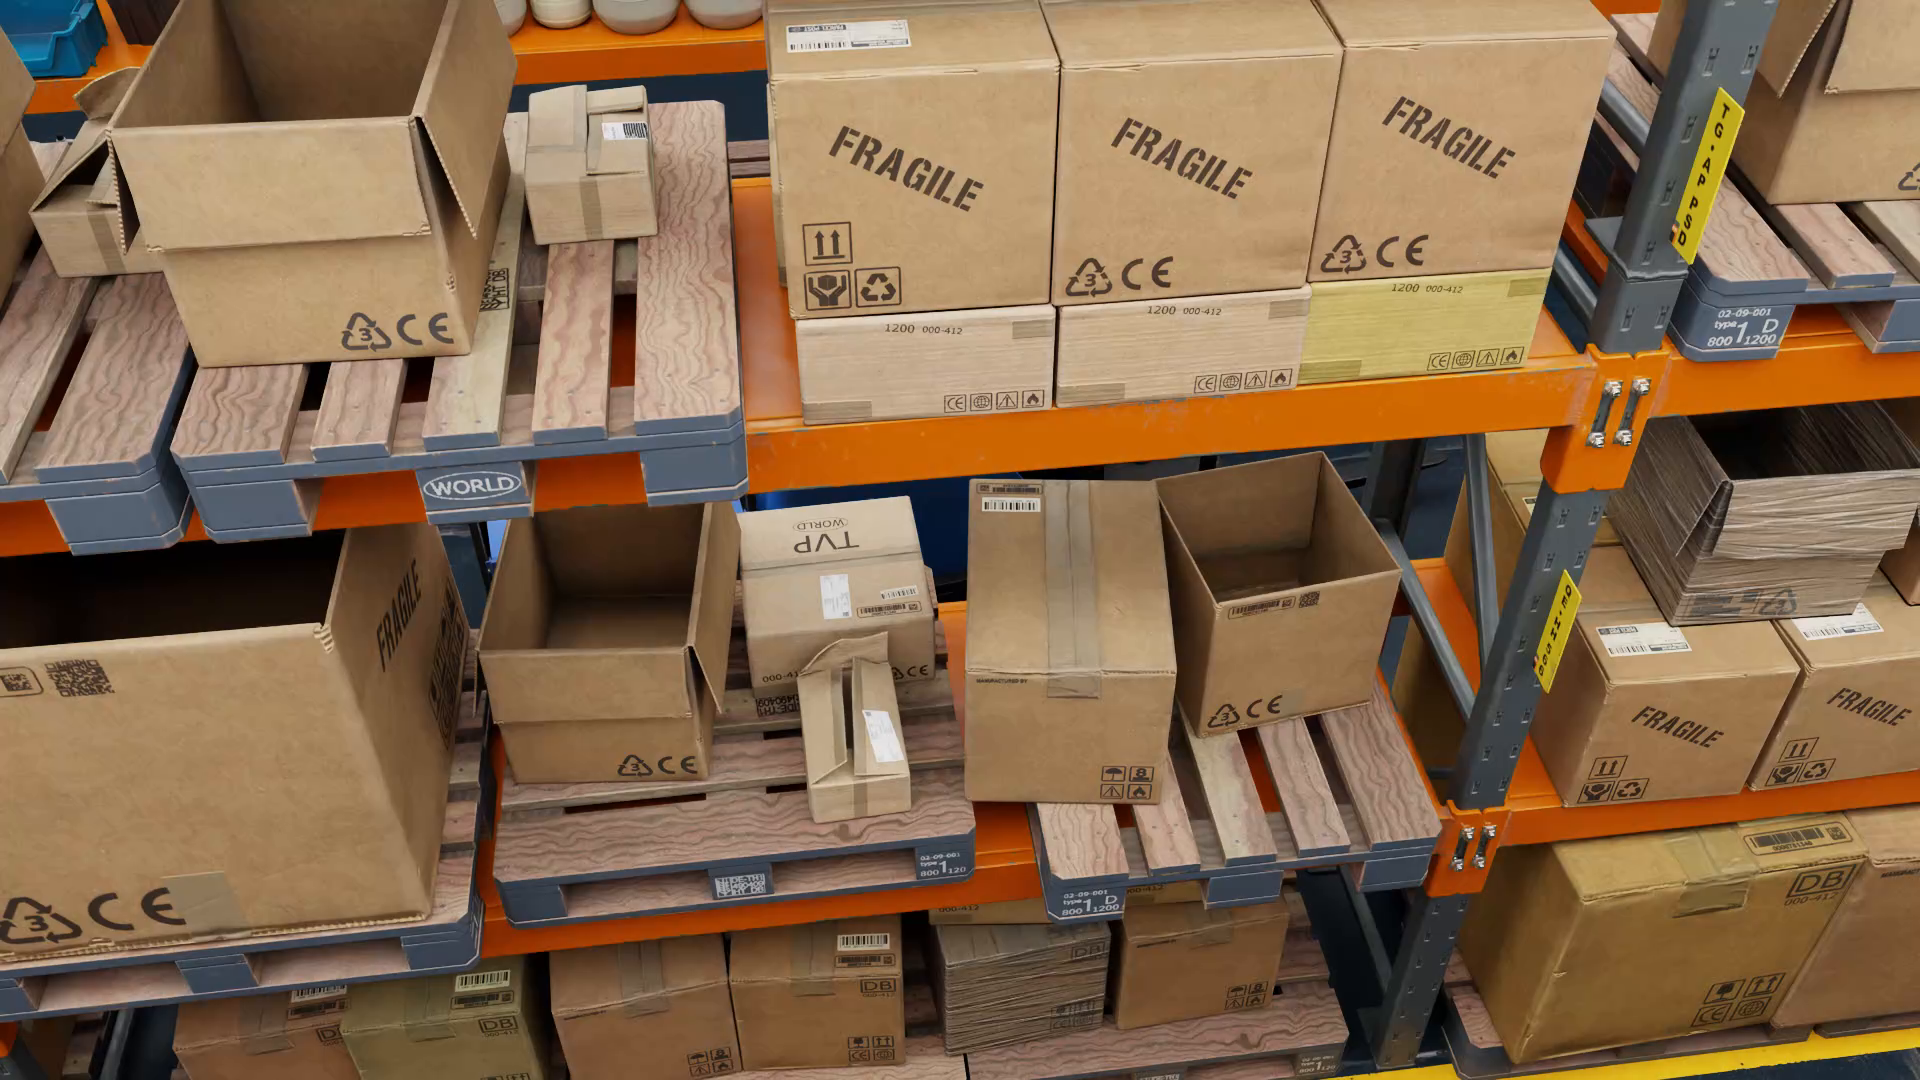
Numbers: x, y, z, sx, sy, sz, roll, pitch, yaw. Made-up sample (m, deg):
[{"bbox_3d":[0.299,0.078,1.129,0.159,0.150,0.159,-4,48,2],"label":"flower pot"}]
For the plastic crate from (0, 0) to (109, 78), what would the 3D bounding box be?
[{"bbox_3d":[-4.331,-2.350,7.727,0.616,0.251,0.499,-5,42,-6],"label":"plastic crate"}]

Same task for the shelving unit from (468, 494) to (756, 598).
[{"bbox_3d":[-1.355,-0.240,6.396,1.048,1.500,0.538,-11,43,-12],"label":"shelving unit"}]

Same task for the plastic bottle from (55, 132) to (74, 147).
[{"bbox_3d":[-4.732,-2.014,8.892,0.185,0.351,0.144,-5,42,-6],"label":"plastic bottle"}]

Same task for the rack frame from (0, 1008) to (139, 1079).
[{"bbox_3d":[-2.627,0.607,4.337,0.127,3.000,1.000,-5,42,-6],"label":"rack frame"}]

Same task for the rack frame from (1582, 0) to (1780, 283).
[{"bbox_3d":[1.339,-1.968,2.713,0.127,3.000,1.000,-5,42,-6],"label":"rack frame"}]

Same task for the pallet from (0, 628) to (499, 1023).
[{"bbox_3d":[-1.850,0.709,4.368,1.213,0.211,1.003,-5,42,-6],"label":"pallet"}]

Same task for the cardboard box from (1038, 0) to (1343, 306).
[{"bbox_3d":[0.392,-0.817,3.229,0.500,0.500,0.500,-5,42,-6],"label":"cardboard box"}]

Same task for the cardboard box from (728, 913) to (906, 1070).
[{"bbox_3d":[-0.432,1.207,5.210,0.500,0.500,0.700,-2,42,-2],"label":"cardboard box"}]

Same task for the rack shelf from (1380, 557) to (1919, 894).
[{"bbox_3d":[3.322,0.354,5.156,4.000,0.370,1.077,-5,42,-6],"label":"rack shelf"}]

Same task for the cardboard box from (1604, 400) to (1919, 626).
[{"bbox_3d":[2.066,-0.202,4.411,0.637,0.503,0.797,-4,42,-4],"label":"cardboard box"}]

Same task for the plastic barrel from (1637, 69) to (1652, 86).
[{"bbox_3d":[4.122,-2.718,9.276,0.708,0.901,0.600,-5,42,-6],"label":"plastic barrel"}]

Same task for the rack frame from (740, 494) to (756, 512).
[{"bbox_3d":[-0.868,-0.336,6.503,0.032,1.500,0.500,-11,43,-12],"label":"rack frame"}]

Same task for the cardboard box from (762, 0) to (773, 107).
[{"bbox_3d":[-0.161,-1.117,3.561,0.500,0.500,0.500,-6,42,-7],"label":"cardboard box"}]

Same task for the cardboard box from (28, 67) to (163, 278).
[{"bbox_3d":[-1.708,-0.761,3.401,0.258,0.266,0.396,-4,42,-4],"label":"cardboard box"}]

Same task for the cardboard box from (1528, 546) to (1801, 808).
[{"bbox_3d":[1.856,0.361,4.535,0.500,0.500,0.500,-4,42,-4],"label":"cardboard box"}]

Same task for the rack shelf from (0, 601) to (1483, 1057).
[{"bbox_3d":[-0.644,0.701,4.771,4.000,0.370,1.077,-5,42,-6],"label":"rack shelf"}]

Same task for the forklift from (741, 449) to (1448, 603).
[{"bbox_3d":[0.602,-1.207,6.400,3.031,2.935,1.130,-11,43,-12],"label":"forklift"}]

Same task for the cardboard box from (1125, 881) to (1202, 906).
[{"bbox_3d":[0.679,0.825,5.074,0.500,0.250,0.500,-3,42,-4],"label":"cardboard box"}]

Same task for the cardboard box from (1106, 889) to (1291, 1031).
[{"bbox_3d":[0.677,1.096,5.333,0.500,0.500,0.700,-7,43,-8],"label":"cardboard box"}]

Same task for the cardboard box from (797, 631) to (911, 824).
[{"bbox_3d":[-0.279,0.478,4.267,0.258,0.266,0.396,-6,42,-7],"label":"cardboard box"}]

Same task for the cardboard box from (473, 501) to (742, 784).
[{"bbox_3d":[-0.920,0.201,4.397,0.637,0.503,0.797,-1,42,-1],"label":"cardboard box"}]

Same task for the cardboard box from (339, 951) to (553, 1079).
[{"bbox_3d":[-1.540,1.304,5.102,0.500,0.500,0.700,-5,42,-6],"label":"cardboard box"}]

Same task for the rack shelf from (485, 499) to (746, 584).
[{"bbox_3d":[-1.355,-0.107,6.517,1.000,0.185,0.538,-11,43,-12],"label":"rack shelf"}]

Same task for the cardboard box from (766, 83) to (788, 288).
[{"bbox_3d":[-0.177,-0.831,3.804,0.500,0.250,0.500,-4,42,-5],"label":"cardboard box"}]

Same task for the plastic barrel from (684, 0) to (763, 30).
[{"bbox_3d":[-1.136,-2.771,7.981,0.433,0.535,0.433,0,42,0],"label":"plastic barrel"}]

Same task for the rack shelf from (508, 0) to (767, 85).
[{"bbox_3d":[-1.286,-2.589,8.417,4.000,0.370,1.077,-5,42,-6],"label":"rack shelf"}]

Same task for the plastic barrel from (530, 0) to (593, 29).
[{"bbox_3d":[-1.937,-2.644,8.045,0.301,0.262,0.301,0,42,0],"label":"plastic barrel"}]

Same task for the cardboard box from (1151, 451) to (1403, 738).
[{"bbox_3d":[0.809,0.140,4.467,0.500,0.500,0.500,-10,43,-11],"label":"cardboard box"}]

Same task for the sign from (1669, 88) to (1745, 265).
[{"bbox_3d":[1.408,-0.685,3.145,0.005,0.325,0.100,-5,42,-6],"label":"sign"}]

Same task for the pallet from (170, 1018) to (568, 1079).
[{"bbox_3d":[-1.855,1.574,5.347,1.213,0.211,1.003,-5,42,-6],"label":"pallet"}]

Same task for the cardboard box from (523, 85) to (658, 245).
[{"bbox_3d":[-0.781,-0.805,3.524,0.250,0.166,0.380,-6,42,-7],"label":"cardboard box"}]

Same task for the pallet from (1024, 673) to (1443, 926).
[{"bbox_3d":[0.646,0.464,4.639,1.003,0.211,1.213,-5,42,-6],"label":"pallet"}]

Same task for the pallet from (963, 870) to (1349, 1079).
[{"bbox_3d":[0.564,1.362,5.582,1.213,0.211,1.003,-5,42,-6],"label":"pallet"}]

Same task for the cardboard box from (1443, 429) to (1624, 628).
[{"bbox_3d":[1.796,0.016,4.919,0.500,0.500,0.500,-4,42,-4],"label":"cardboard box"}]

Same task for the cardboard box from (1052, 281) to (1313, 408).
[{"bbox_3d":[0.409,-0.542,3.484,0.500,0.250,0.500,-5,42,-6],"label":"cardboard box"}]

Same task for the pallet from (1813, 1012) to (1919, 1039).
[{"bbox_3d":[3.338,1.173,5.792,1.213,0.211,1.003,-5,42,-6],"label":"pallet"}]

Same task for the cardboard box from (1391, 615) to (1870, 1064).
[{"bbox_3d":[2.026,0.847,5.344,0.875,0.875,1.225,-7,42,-8],"label":"cardboard box"}]

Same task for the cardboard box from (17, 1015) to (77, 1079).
[{"bbox_3d":[-3.029,1.388,5.025,0.500,0.500,0.500,-6,42,-7],"label":"cardboard box"}]

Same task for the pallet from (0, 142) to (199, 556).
[{"bbox_3d":[-2.001,-0.420,3.376,1.003,0.211,1.213,-5,42,-6],"label":"pallet"}]
